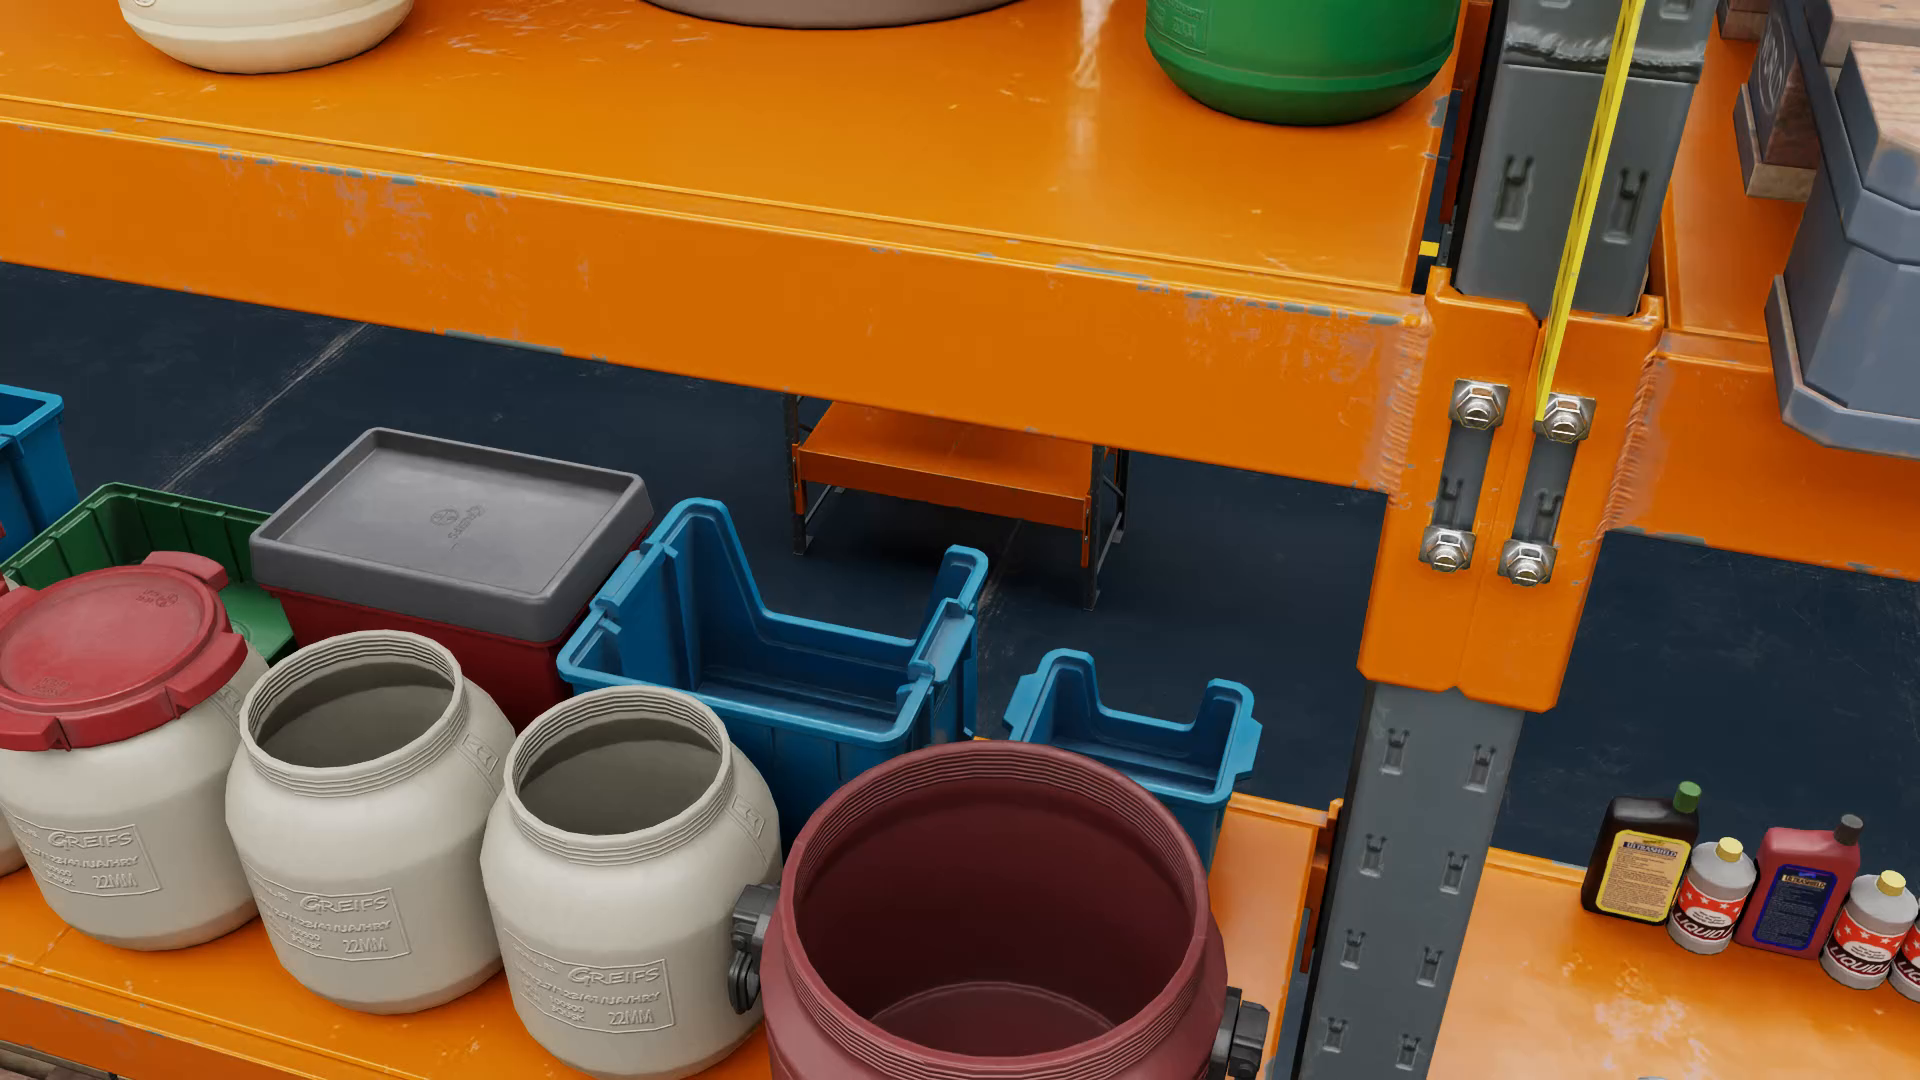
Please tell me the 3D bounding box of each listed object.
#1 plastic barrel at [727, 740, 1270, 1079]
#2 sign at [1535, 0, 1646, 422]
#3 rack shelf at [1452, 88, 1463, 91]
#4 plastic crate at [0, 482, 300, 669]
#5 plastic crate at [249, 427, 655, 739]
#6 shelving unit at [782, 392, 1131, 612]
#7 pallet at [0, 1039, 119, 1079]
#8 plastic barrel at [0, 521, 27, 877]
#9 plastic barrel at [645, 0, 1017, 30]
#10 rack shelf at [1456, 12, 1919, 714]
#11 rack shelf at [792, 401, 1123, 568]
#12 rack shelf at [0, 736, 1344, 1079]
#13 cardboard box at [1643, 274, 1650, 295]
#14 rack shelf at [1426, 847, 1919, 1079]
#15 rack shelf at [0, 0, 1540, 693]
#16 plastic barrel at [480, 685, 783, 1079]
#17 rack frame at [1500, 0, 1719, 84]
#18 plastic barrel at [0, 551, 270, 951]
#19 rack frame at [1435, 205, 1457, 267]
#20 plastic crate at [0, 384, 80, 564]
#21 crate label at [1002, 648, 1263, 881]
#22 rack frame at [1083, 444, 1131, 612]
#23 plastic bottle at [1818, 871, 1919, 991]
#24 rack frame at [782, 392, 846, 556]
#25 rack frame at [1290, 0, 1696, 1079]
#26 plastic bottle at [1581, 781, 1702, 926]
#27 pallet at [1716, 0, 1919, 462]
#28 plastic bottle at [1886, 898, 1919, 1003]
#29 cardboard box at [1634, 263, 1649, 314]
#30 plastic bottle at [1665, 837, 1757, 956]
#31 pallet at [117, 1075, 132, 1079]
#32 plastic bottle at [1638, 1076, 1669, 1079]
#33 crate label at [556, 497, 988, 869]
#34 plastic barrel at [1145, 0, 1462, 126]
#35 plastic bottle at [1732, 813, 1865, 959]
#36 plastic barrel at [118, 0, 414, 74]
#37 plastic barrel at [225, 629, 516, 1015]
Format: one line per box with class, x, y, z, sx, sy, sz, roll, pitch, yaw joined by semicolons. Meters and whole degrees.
plastic barrel;0.043;0.648;2.225;0.708;0.536;0.600;10;38;14
sign;0.419;-0.240;1.104;0.005;0.325;0.100;10;38;14
rack shelf;0.148;-2.253;6.887;4.000;0.370;1.077;10;38;14
plastic crate;-1.495;0.139;3.209;0.662;0.188;0.450;10;38;14
plastic crate;-0.875;0.128;2.991;0.583;0.464;0.402;10;38;14
shelving unit;0.006;-0.452;5.415;1.048;1.125;0.538;10;38;14
pallet;-2.481;1.146;4.015;1.213;0.211;1.003;10;38;14
plastic barrel;-1.694;0.274;2.732;0.433;0.535;0.433;0;36;0
plastic barrel;-0.143;-1.065;1.713;0.600;0.901;0.600;0;36;0
rack shelf;2.485;0.048;1.230;4.000;0.370;1.077;10;38;14
rack shelf;0.006;-0.255;5.560;1.000;0.278;0.538;10;38;14
rack shelf;-1.333;0.549;3.080;4.000;0.370;1.077;10;38;14
cardboard box;2.907;-1.028;6.354;0.500;0.500;0.500;9;37;12
rack shelf;2.485;1.256;2.120;4.000;0.370;1.077;10;38;14
rack shelf;-1.333;-0.659;2.191;4.000;0.370;1.077;10;38;14
plastic barrel;-0.469;0.507;2.436;0.421;0.512;0.421;0;36;0
rack frame;0.576;-1.803;0.608;0.127;3.000;1.000;10;38;14
plastic barrel;-1.281;0.351;2.629;0.433;0.535;0.433;0;36;0
rack frame;2.057;-2.189;6.194;0.127;3.000;1.000;10;38;14
plastic crate;-2.096;-0.069;3.326;0.575;0.384;0.392;10;38;14
crate label;0.286;0.394;2.826;0.416;0.233;0.303;10;38;14
rack frame;0.492;-0.362;5.293;0.032;1.125;0.500;10;38;14
plastic bottle;1.415;0.595;2.579;0.097;0.201;0.097;0;36;0
rack frame;-0.479;-0.542;5.537;0.032;1.125;0.500;10;38;14
rack frame;0.576;0.613;2.387;0.127;3.000;1.000;10;38;14
plastic bottle;1.090;0.490;2.652;0.133;0.283;0.061;10;38;14
pallet;1.277;-0.328;1.295;1.213;0.211;1.003;10;38;14
plastic bottle;1.507;0.612;2.556;0.097;0.201;0.097;0;36;0
cardboard box;2.406;-1.117;6.475;0.500;0.500;0.500;12;38;16
plastic bottle;1.194;0.554;2.635;0.097;0.201;0.097;0;36;0
pallet;-1.312;1.360;3.724;1.213;0.211;1.003;10;38;14
plastic bottle;0.938;0.836;2.188;0.135;0.276;0.152;10;38;14
crate label;-0.291;0.270;2.823;0.616;0.435;0.502;10;38;14
plastic barrel;0.325;-0.547;1.564;0.294;0.245;0.294;0;36;0
plastic bottle;1.310;0.531;2.597;0.133;0.283;0.061;10;38;14
plastic barrel;-0.707;-0.632;1.664;0.301;0.262;0.301;0;36;0
plastic barrel;-0.871;0.433;2.538;0.421;0.512;0.421;0;36;0
